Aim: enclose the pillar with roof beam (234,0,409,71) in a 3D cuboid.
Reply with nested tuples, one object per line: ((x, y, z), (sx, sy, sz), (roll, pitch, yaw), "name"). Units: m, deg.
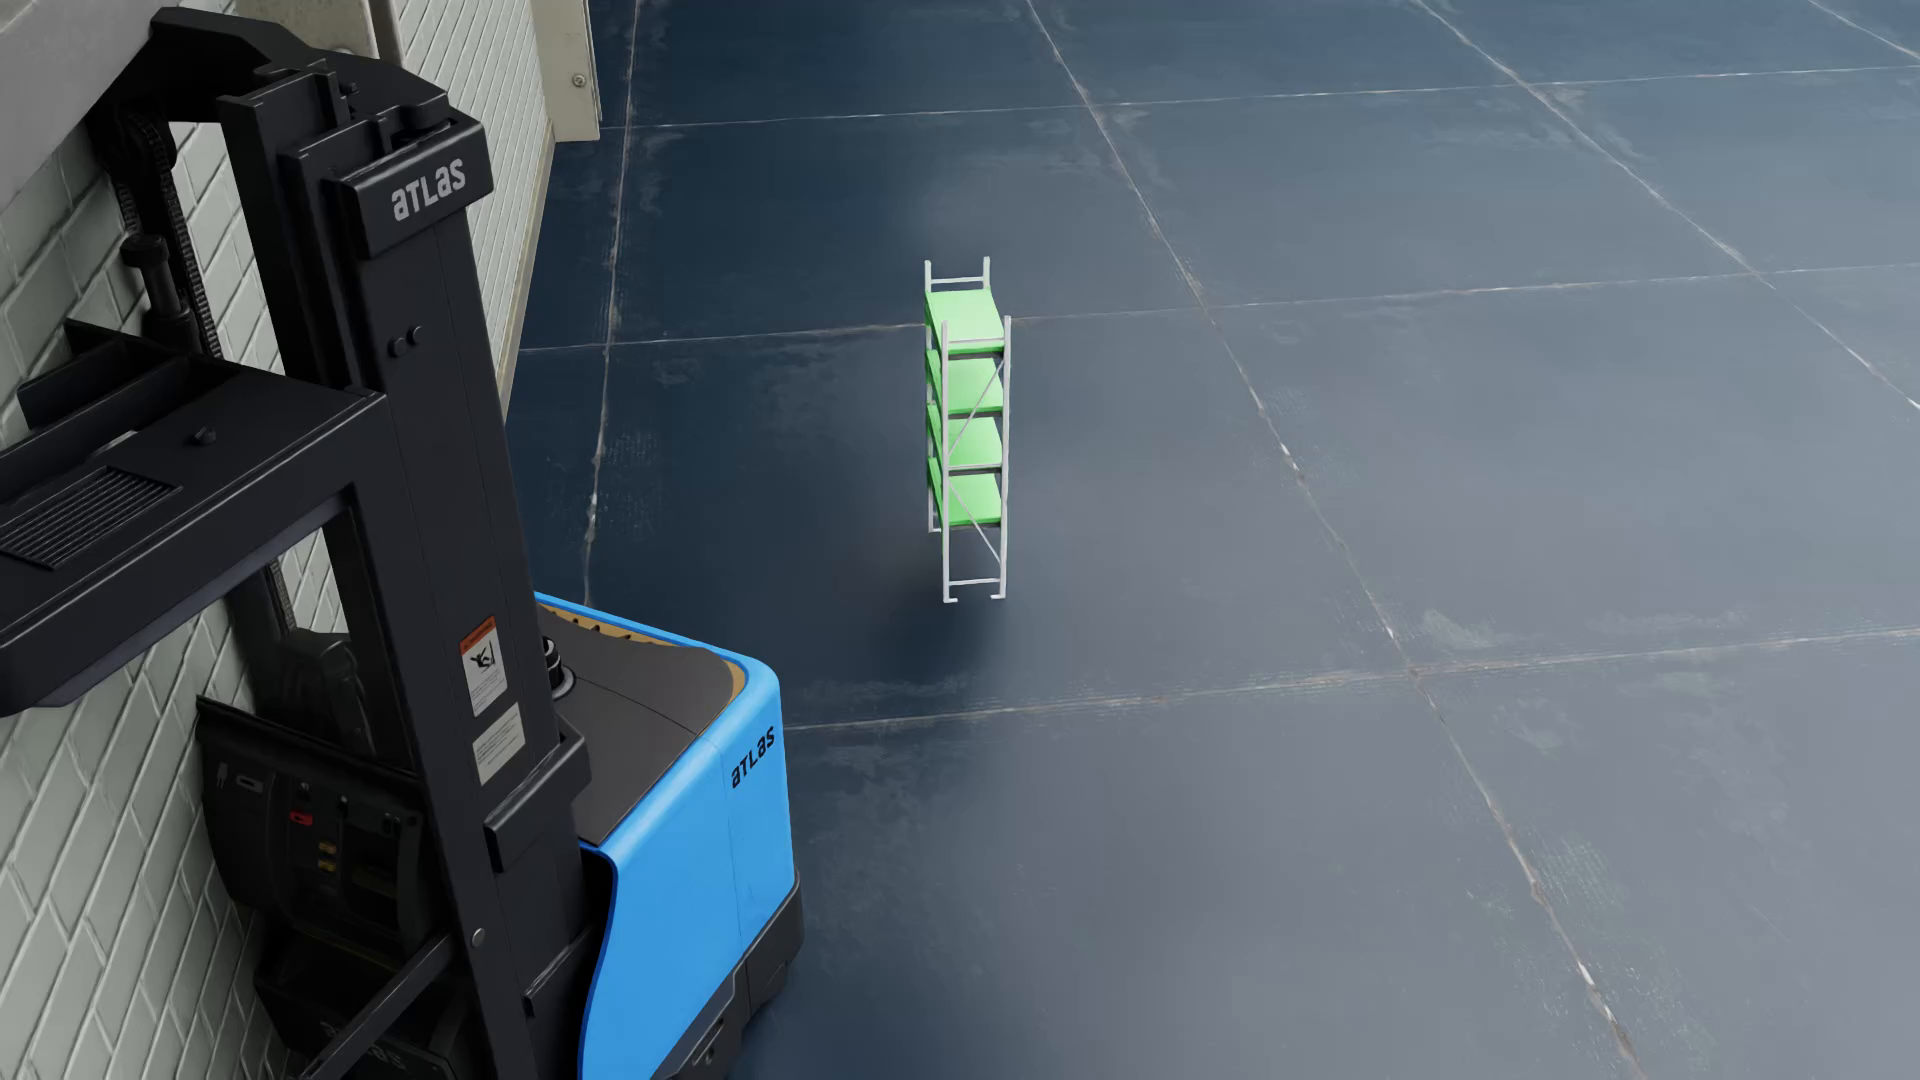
((2.631, -3.307, 3.612), (9.100, 9.000, 0.400), (-4, 35, -6), "pillar with roof beam")

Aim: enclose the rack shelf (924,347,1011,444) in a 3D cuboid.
((0.022, -0.549, 6.177), (0.258, 0.148, 0.480), (-4, 35, -6), "rack shelf")

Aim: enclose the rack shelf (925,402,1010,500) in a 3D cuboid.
((0.022, -0.351, 6.313), (0.258, 0.148, 0.480), (-4, 35, -6), "rack shelf")

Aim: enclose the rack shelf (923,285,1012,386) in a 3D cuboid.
((0.022, -0.747, 6.042), (0.258, 0.148, 0.480), (-4, 35, -6), "rack shelf")

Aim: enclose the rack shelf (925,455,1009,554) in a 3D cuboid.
((0.022, -0.152, 6.448), (0.258, 0.148, 0.480), (-4, 35, -6), "rack shelf")

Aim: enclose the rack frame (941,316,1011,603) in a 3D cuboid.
((0.055, -0.267, 6.077), (0.240, 1.200, 0.015), (-4, 35, -6), "rack frame")

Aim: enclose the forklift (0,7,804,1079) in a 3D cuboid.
((-1.542, 0.640, 3.209), (1.130, 2.935, 3.031), (15, 37, 21), "forklift")

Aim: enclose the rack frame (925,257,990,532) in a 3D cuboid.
((-0.011, -0.540, 6.476), (0.240, 1.200, 0.015), (-4, 35, -6), "rack frame")

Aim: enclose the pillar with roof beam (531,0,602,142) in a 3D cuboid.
((1.824, -6.655, 8.525), (9.100, 9.000, 0.400), (-4, 35, -6), "pillar with roof beam")

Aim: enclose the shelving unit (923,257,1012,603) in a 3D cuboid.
((0.022, -0.403, 6.277), (0.258, 1.200, 0.503), (-4, 35, -6), "shelving unit")
